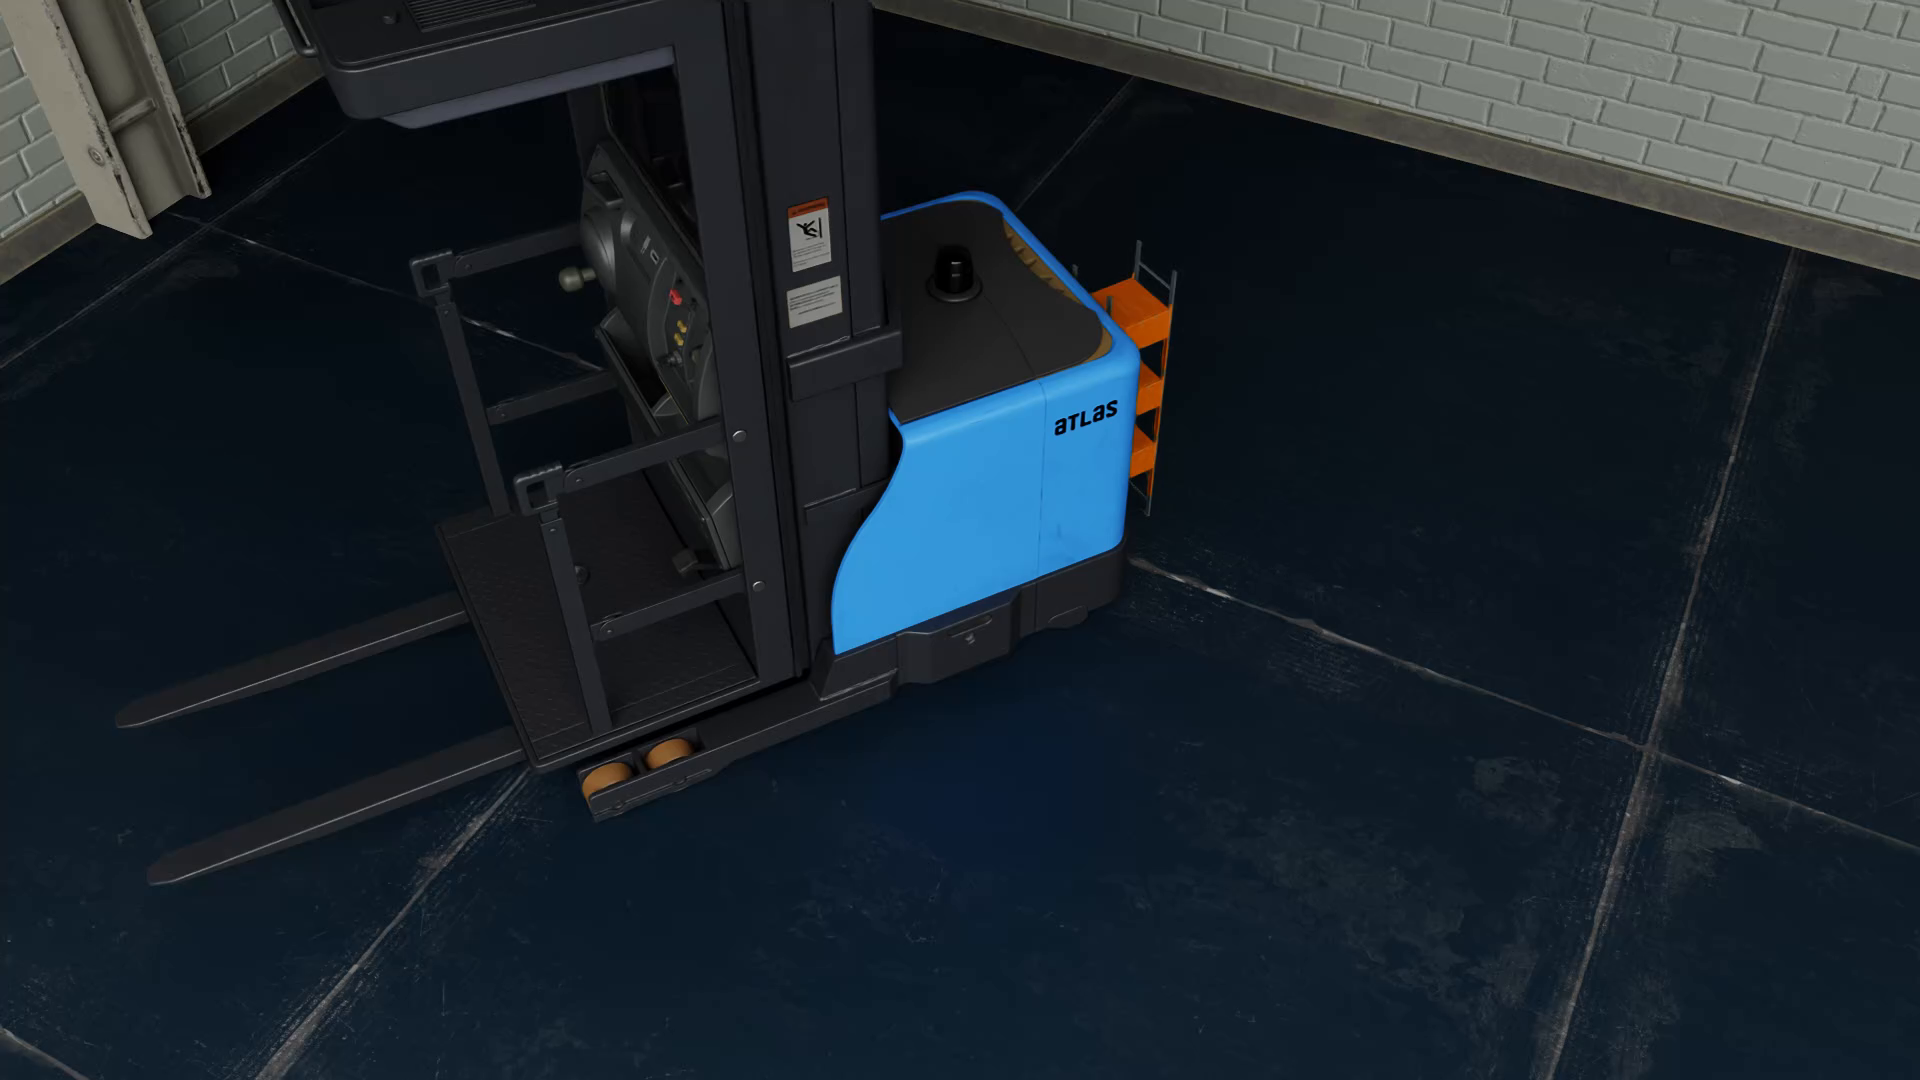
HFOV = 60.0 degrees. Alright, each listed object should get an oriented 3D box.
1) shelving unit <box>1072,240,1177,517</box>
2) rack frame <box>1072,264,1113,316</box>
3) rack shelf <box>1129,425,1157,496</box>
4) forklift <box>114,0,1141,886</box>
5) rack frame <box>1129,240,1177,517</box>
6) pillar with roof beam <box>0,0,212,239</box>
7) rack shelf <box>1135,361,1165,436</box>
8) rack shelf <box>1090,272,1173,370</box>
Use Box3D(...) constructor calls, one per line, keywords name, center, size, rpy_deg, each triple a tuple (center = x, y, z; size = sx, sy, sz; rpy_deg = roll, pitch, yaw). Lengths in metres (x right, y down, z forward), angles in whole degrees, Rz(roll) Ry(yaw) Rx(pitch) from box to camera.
Box3D(name="shelving unit", center=(0.505, -0.464, 5.470), size=(0.252, 1.050, 0.215), rpy_deg=(-24, 50, -22))
Box3D(name="rack frame", center=(0.402, -0.417, 5.424), size=(0.008, 1.050, 0.200), rpy_deg=(-24, 50, -22))
Box3D(name="rack shelf", center=(0.505, -0.261, 5.675), size=(0.240, 0.259, 0.215), rpy_deg=(-24, 50, -22))
Box3D(name="forklift", center=(-1.009, -0.642, 4.324), size=(3.031, 2.935, 1.130), rpy_deg=(-20, 49, -19))
Box3D(name="rack frame", center=(0.609, -0.510, 5.516), size=(0.008, 1.050, 0.200), rpy_deg=(-24, 50, -22))
Box3D(name="pillar with roof beam", center=(0.331, -3.182, 2.568), size=(9.100, 9.000, 0.400), rpy_deg=(20, 49, 19))
Box3D(name="rack shelf", center=(0.505, -0.456, 5.477), size=(0.240, 0.259, 0.215), rpy_deg=(-24, 50, -22))
Box3D(name="rack shelf", center=(0.505, -0.656, 5.276), size=(0.240, 0.259, 0.215), rpy_deg=(-24, 50, -22))
